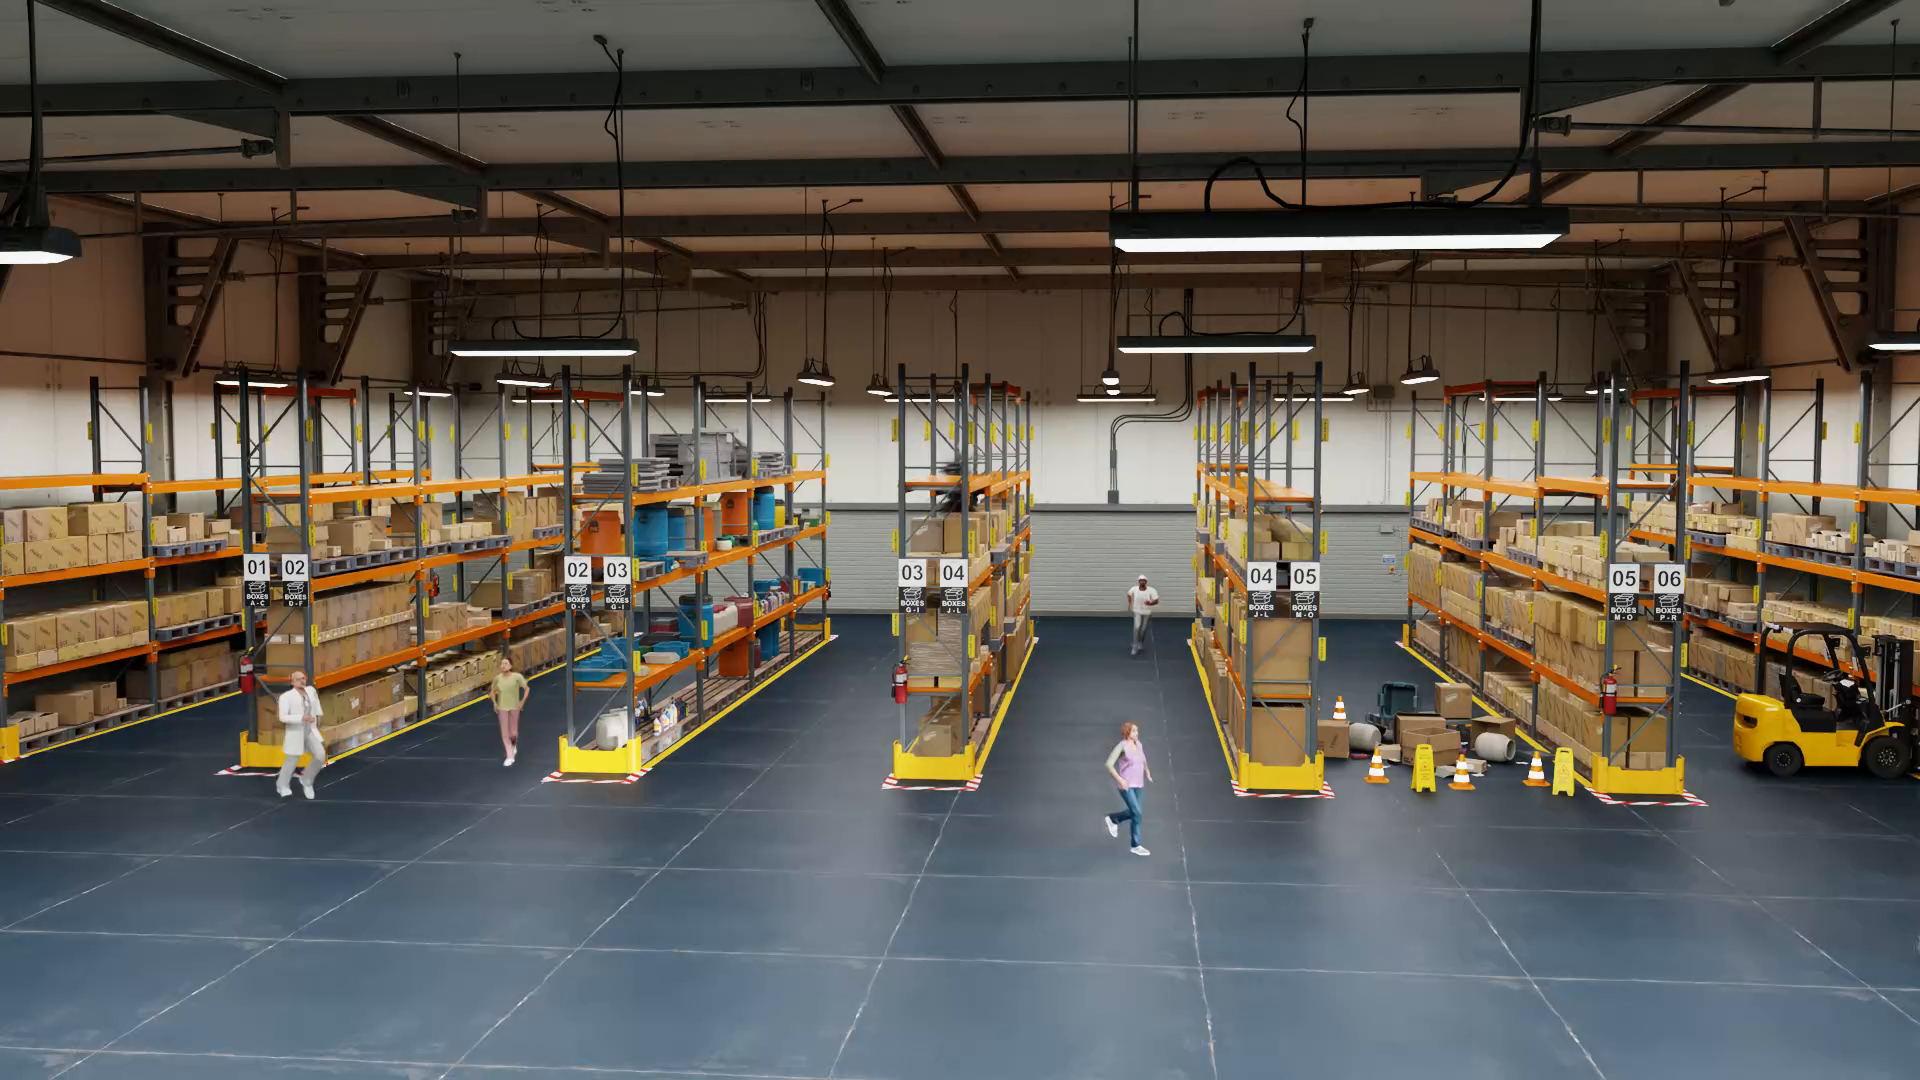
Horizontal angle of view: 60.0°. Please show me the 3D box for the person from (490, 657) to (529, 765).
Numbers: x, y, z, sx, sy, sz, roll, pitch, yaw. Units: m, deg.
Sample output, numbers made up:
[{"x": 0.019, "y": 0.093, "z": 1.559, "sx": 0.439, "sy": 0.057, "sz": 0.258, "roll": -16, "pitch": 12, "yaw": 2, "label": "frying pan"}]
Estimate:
[{"x": -6.838, "y": 2.577, "z": 25.208, "sx": 0.580, "sy": 1.636, "sz": 0.547, "roll": 0, "pitch": 4, "yaw": -3, "label": "person"}]

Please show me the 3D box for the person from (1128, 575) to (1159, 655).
[{"x": 4.177, "y": 1.697, "z": 37.946, "sx": 0.699, "sy": 1.823, "sz": 0.722, "roll": 0, "pitch": 4, "yaw": 5, "label": "person"}]

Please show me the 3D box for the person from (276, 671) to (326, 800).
[{"x": -8.969, "y": 2.758, "z": 22.682, "sx": 0.928, "sy": 1.567, "sz": 0.732, "roll": 3, "pitch": 5, "yaw": 40, "label": "person"}]

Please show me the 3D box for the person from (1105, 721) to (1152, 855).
[{"x": 1.986, "y": 2.944, "z": 19.890, "sx": 0.569, "sy": 1.563, "sz": 0.738, "roll": -3, "pitch": 5, "yaw": -41, "label": "person"}]
